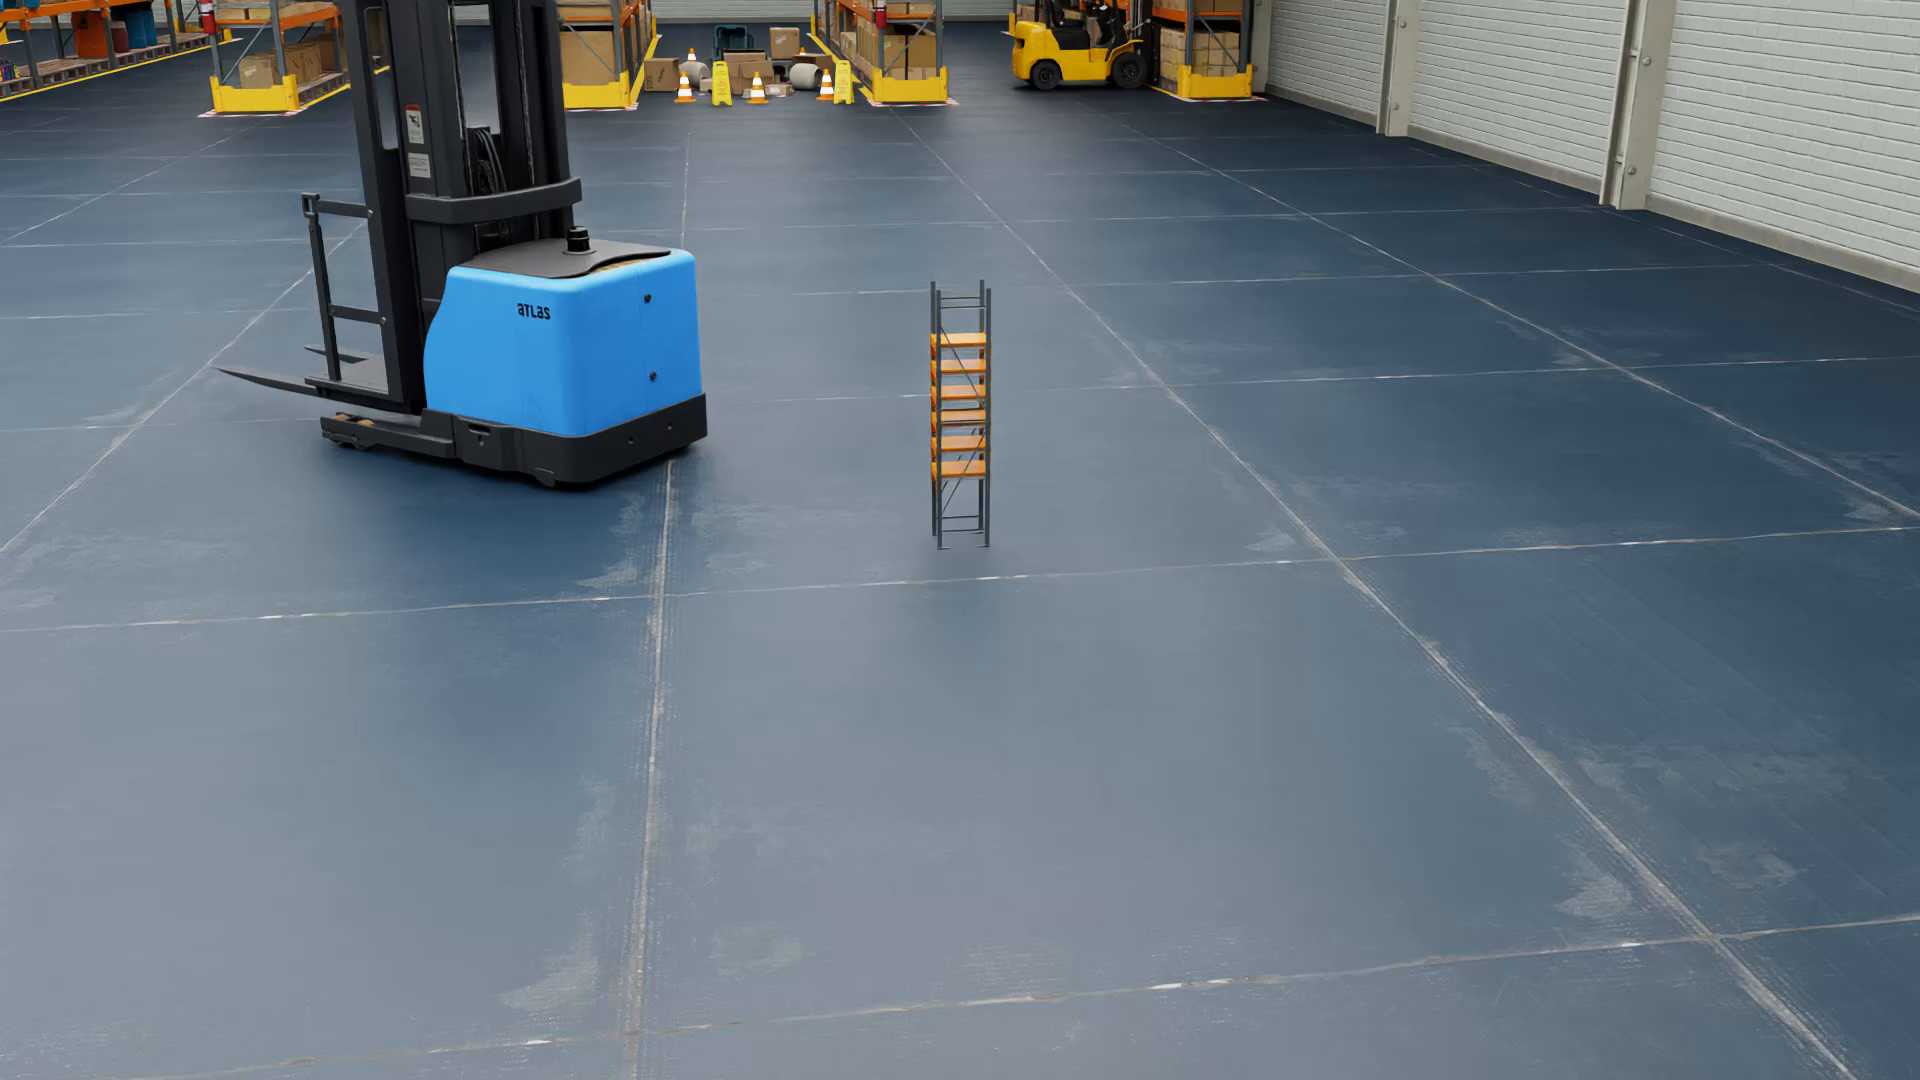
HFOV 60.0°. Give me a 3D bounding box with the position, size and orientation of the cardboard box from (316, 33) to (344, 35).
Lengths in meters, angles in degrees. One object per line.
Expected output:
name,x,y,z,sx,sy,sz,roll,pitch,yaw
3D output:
cardboard box,-11.444,-9.058,30.624,0.700,0.500,0.500,-1,21,-3

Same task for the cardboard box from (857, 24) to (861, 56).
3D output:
cardboard box,-1.541,-8.798,29.243,0.500,0.500,0.500,-2,21,-5

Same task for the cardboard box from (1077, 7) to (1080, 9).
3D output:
cardboard box,2.824,-11.820,37.120,0.380,0.149,0.250,-3,21,-7

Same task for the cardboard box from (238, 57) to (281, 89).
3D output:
cardboard box,-10.662,-7.114,25.448,0.500,0.500,0.500,1,20,2

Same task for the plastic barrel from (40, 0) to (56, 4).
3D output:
plastic barrel,-16.093,-9.666,29.115,0.433,0.535,0.433,0,20,0

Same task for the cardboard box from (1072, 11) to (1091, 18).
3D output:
cardboard box,2.597,-11.160,35.355,0.380,0.149,0.250,-2,21,-6

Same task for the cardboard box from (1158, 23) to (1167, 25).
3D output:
cardboard box,3.376,-9.024,29.490,0.500,0.250,0.500,-3,21,-8

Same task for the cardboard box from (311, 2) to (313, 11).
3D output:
cardboard box,-10.712,-8.643,26.930,0.380,0.149,0.250,-3,21,-8

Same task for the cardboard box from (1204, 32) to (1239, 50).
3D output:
cardboard box,4.247,-8.176,27.219,0.500,0.250,0.500,-3,21,-9

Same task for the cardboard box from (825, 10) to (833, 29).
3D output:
cardboard box,-2.754,-12.367,39.603,0.875,0.438,0.875,-2,21,-6

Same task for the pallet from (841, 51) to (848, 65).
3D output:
pallet,-1.824,-9.564,33.021,1.003,0.211,1.213,-3,21,-8

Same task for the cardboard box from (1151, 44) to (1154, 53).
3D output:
cardboard box,3.524,-8.443,28.651,0.500,0.250,0.500,-3,21,-8

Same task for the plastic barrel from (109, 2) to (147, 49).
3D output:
plastic barrel,-17.056,-10.555,34.089,0.600,0.901,0.708,-3,21,-8

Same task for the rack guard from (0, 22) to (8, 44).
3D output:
rack guard,-22.687,-11.715,38.368,1.175,0.500,0.348,-3,21,-8

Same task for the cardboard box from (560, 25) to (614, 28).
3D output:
cardboard box,-5.958,-7.824,26.813,0.875,0.875,0.875,-3,21,-9

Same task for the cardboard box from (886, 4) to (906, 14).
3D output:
cardboard box,-1.048,-8.372,26.203,0.380,0.149,0.250,-2,21,-6

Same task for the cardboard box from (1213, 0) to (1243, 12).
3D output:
cardboard box,4.333,-8.855,26.995,0.500,0.500,0.500,-2,21,-6

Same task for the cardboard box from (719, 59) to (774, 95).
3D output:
cardboard box,-3.541,-7.682,27.565,0.637,0.503,0.797,17,27,39

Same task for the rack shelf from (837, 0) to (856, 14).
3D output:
rack shelf,-1.647,-10.111,31.530,1.077,0.370,4.000,-3,21,-8

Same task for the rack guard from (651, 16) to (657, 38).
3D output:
rack guard,-7.961,-12.429,40.279,1.175,0.500,0.348,-3,21,-8

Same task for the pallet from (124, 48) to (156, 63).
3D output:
pallet,-16.971,-9.777,33.592,1.003,0.211,1.213,-3,21,-8

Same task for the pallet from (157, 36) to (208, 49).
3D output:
pallet,-17.543,-11.146,37.256,1.003,0.211,1.213,-3,21,-8

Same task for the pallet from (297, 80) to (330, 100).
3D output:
pallet,-10.854,-7.296,26.948,1.003,0.211,1.213,-3,21,-8

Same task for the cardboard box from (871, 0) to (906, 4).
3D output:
cardboard box,-1.133,-8.731,26.238,0.500,0.500,0.500,-3,21,-9

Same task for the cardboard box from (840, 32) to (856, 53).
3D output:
cardboard box,-1.864,-9.910,33.119,0.950,0.372,0.625,-4,21,-11

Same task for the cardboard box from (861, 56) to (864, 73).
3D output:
cardboard box,-1.453,-8.262,28.881,0.500,0.250,0.500,-2,21,-5

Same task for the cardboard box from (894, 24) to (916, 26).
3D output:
cardboard box,-1.008,-8.825,29.314,0.500,0.500,0.500,-3,21,-9

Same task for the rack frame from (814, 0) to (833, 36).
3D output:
rack frame,-3.089,-13.911,40.674,1.000,3.000,0.127,-3,21,-8

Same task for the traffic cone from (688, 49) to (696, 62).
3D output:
traffic cone,-4.942,-8.823,30.678,0.336,0.463,0.334,-3,21,-8

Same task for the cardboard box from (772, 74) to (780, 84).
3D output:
cardboard box,-3.365,-8.085,28.983,0.396,0.266,0.258,17,27,39

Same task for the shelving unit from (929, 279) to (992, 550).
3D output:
shelving unit,0.002,-0.557,7.493,0.258,1.200,0.189,-3,21,-8

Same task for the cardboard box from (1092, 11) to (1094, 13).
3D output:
cardboard box,3.049,-11.281,35.677,0.380,0.149,0.250,-3,21,-9

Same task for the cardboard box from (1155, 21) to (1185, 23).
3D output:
cardboard box,3.815,-9.224,30.026,0.500,0.250,0.500,-3,21,-7

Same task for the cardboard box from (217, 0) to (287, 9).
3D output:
cardboard box,-10.641,-8.249,24.947,0.875,0.500,0.500,-3,21,-8

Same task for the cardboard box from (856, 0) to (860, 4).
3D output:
cardboard box,-1.631,-9.513,29.258,0.380,0.149,0.250,-3,21,-8

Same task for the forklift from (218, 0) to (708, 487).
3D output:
forklift,-2.900,-2.003,8.890,3.031,2.935,1.130,12,24,29

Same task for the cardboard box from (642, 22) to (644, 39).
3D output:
cardboard box,-6.823,-10.491,34.490,0.500,0.500,0.500,-3,21,-9

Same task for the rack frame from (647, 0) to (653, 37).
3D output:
rack frame,-7.972,-13.626,39.912,1.000,3.000,0.127,-3,21,-8

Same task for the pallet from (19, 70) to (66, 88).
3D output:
pallet,-16.218,-7.970,28.753,1.003,0.211,1.213,-3,21,-8

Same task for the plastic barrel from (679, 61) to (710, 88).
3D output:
plastic barrel,-4.561,-7.949,28.394,0.512,0.421,0.421,12,24,30

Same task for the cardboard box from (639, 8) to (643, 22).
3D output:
cardboard box,-6.811,-10.832,34.331,0.500,0.250,0.500,-3,21,-7

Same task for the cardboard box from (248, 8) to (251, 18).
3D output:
cardboard box,-10.869,-7.928,25.016,0.380,0.149,0.250,-3,21,-8

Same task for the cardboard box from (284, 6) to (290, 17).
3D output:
cardboard box,-10.432,-8.039,25.312,0.380,0.149,0.250,-3,21,-8

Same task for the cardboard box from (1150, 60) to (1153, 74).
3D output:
cardboard box,3.526,-8.203,28.722,0.500,0.250,0.500,-2,21,-6

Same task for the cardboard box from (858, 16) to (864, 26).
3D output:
cardboard box,-1.582,-9.055,29.005,0.380,0.149,0.250,-3,21,-7

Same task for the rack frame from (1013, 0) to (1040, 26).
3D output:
rack frame,1.823,-14.162,41.348,1.000,3.000,0.127,-3,21,-8

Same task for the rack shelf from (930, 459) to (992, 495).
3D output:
rack shelf,0.002,-0.291,7.592,0.258,0.103,0.180,-3,21,-8

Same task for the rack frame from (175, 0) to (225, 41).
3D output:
rack frame,-17.796,-13.161,38.667,1.000,3.000,0.127,-3,21,-8

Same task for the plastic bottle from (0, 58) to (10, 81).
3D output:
plastic bottle,-15.661,-7.697,27.193,0.144,0.351,0.185,-4,21,-10

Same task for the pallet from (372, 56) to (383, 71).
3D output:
pallet,-11.631,-9.064,31.683,1.003,0.211,1.213,-3,21,-8

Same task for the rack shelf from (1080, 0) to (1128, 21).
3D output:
rack shelf,3.264,-10.363,32.203,1.077,0.370,4.000,-3,21,-8

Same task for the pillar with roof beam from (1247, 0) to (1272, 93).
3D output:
pillar with roof beam,0.661,-11.502,25.652,9.100,9.000,0.400,-3,21,-8

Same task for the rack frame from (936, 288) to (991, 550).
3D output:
rack frame,0.015,-0.525,7.408,0.240,1.200,0.006,-3,21,-8

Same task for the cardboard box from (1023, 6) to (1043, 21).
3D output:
cardboard box,1.902,-12.674,40.334,0.700,0.500,0.500,-2,21,-6

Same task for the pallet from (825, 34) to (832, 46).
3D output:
pallet,-2.544,-11.487,38.169,1.003,0.211,1.213,-3,21,-8
